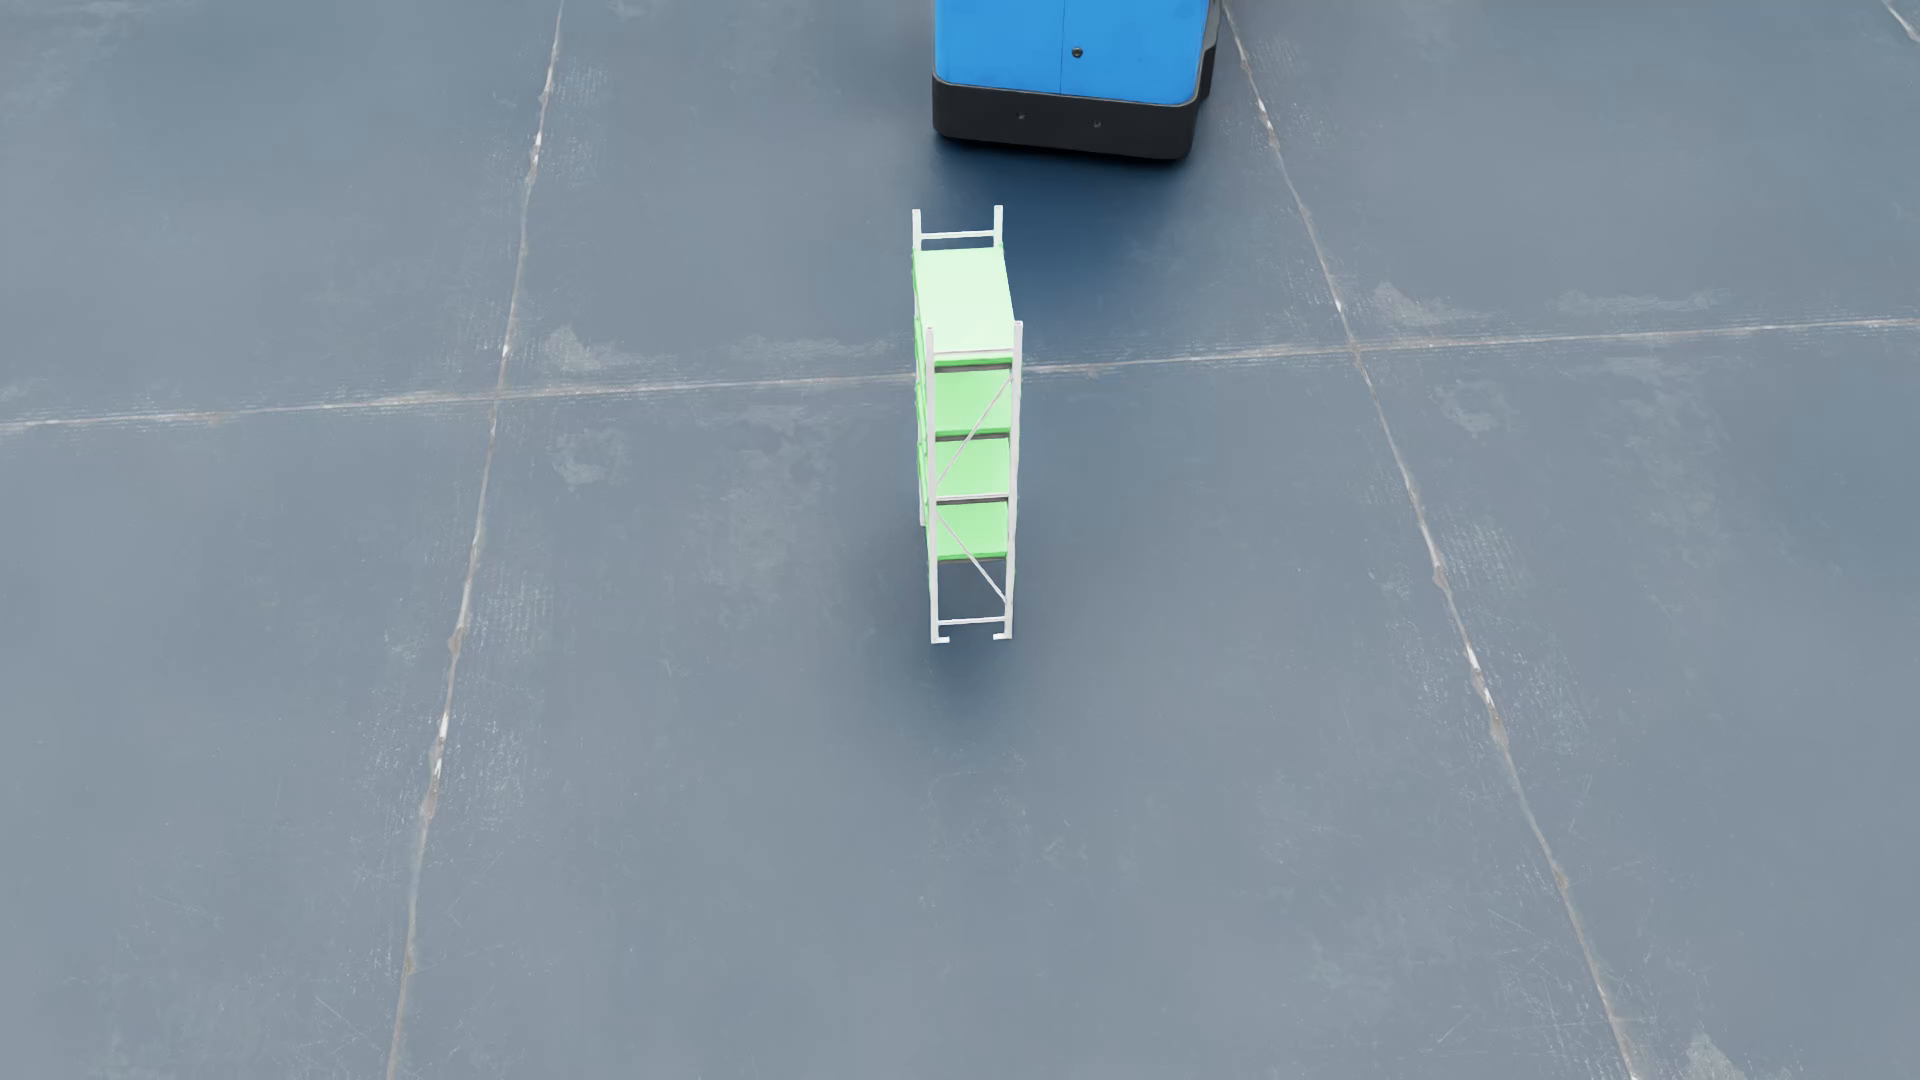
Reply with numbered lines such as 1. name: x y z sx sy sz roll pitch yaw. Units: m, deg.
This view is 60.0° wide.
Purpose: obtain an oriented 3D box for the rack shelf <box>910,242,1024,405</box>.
1. rack shelf: 0.014 -0.579 4.399 0.258 0.148 0.480 -3 47 -3

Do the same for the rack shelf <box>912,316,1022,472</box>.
1. rack shelf: 0.014 -0.414 4.573 0.258 0.148 0.480 -3 47 -3

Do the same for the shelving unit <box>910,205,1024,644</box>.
1. shelving unit: 0.014 -0.293 4.701 0.258 1.200 0.503 -3 47 -3

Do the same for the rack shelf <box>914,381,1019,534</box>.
1. rack shelf: 0.014 -0.249 4.747 0.258 0.148 0.480 -3 47 -3

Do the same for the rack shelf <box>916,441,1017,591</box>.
1. rack shelf: 0.014 -0.084 4.922 0.258 0.148 0.480 -3 47 -3

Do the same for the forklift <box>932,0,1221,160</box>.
1. forklift: 0.664 -3.599 6.640 1.130 2.935 3.031 8 47 7

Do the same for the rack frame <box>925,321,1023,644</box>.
1. rack frame: 0.034 -0.116 4.534 0.240 1.200 0.015 -3 47 -3

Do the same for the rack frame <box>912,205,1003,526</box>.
1. rack frame: -0.007 -0.469 4.868 0.240 1.200 0.015 -3 47 -3
